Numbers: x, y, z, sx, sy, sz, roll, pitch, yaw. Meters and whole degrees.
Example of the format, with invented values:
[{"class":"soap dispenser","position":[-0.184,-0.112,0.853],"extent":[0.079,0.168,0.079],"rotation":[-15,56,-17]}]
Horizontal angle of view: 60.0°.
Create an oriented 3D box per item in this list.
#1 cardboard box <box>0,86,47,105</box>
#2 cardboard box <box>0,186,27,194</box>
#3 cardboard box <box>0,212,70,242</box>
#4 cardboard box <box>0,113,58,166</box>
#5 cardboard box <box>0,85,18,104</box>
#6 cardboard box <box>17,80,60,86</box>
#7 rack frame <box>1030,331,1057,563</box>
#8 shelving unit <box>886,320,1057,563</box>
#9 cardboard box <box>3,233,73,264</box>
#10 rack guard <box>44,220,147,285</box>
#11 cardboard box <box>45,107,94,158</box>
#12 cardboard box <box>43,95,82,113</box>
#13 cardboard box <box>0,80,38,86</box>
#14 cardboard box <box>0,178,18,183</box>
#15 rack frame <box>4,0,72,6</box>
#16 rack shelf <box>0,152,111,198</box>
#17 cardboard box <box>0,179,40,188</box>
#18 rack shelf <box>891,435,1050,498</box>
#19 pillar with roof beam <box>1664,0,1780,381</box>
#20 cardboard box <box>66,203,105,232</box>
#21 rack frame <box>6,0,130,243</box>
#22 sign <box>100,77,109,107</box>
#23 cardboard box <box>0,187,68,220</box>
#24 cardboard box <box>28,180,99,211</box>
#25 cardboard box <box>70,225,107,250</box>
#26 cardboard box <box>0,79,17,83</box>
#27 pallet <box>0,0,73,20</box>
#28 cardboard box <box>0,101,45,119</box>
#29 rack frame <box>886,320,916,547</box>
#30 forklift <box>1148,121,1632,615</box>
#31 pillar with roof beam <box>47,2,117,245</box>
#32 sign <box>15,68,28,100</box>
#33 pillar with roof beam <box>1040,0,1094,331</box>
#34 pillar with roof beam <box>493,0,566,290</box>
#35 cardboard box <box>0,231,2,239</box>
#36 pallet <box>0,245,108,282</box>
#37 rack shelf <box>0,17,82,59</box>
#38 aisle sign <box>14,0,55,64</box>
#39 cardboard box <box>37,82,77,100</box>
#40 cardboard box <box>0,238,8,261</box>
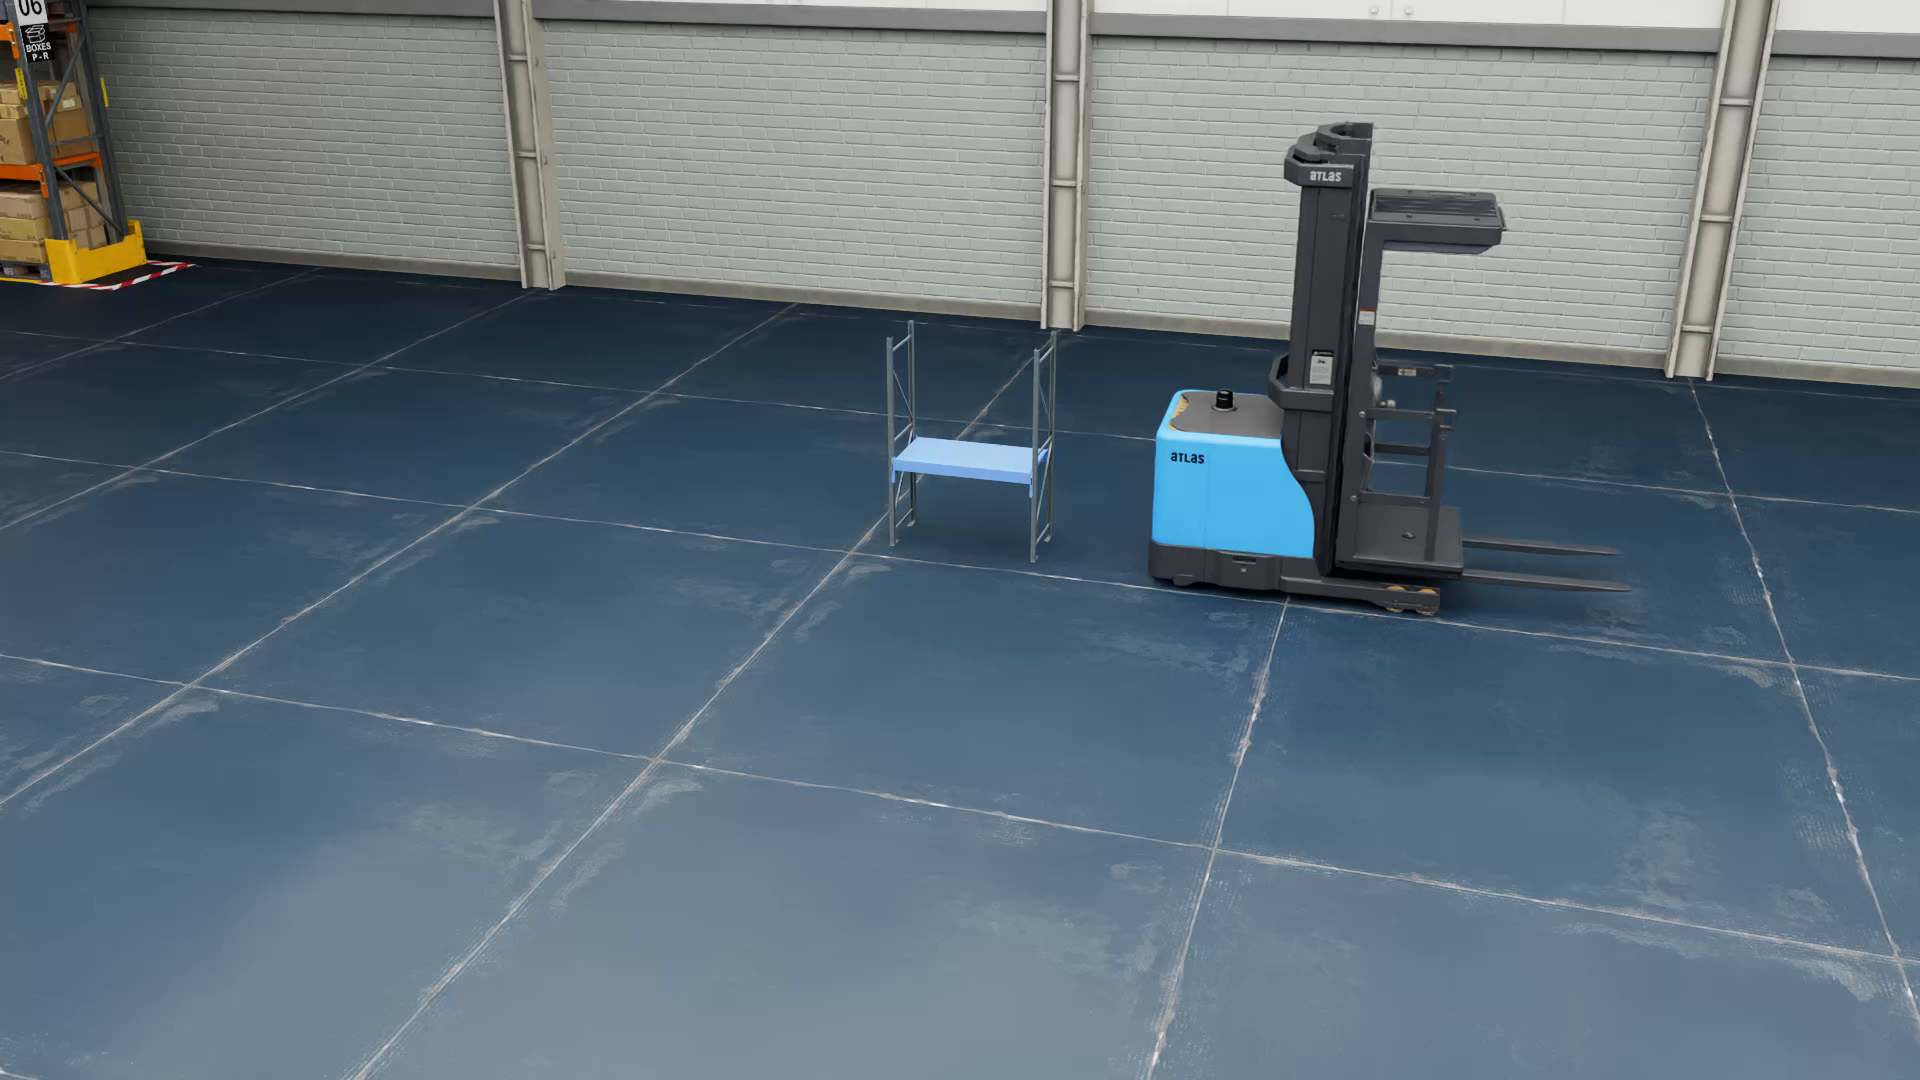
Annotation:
[{"class":"cardboard box","position":[-10.427,-4.953,18.514],"extent":[0.250,0.149,0.380],"rotation":[7,23,16]},{"class":"cardboard box","position":[-11.044,-3.882,19.034],"extent":[0.500,0.250,0.500],"rotation":[7,23,16]},{"class":"cardboard box","position":[-10.579,-3.600,19.004],"extent":[0.500,0.250,0.500],"rotation":[6,23,15]},{"class":"cardboard box","position":[-10.570,-4.511,18.684],"extent":[0.500,0.500,0.500],"rotation":[6,23,14]},{"class":"cardboard box","position":[-10.672,-4.969,18.553],"extent":[0.250,0.149,0.380],"rotation":[7,23,16]},{"class":"cardboard box","position":[-10.519,-5.157,19.011],"extent":[0.250,0.149,0.380],"rotation":[7,23,17]},{"class":"rack frame","position":[0.568,-0.629,11.327],"extent":[0.032,1.500,0.500],"rotation":[7,23,16]},{"class":"shelving unit","position":[0.082,-0.685,11.463],"extent":[1.048,1.500,0.538],"rotation":[7,23,16]},{"class":"cardboard box","position":[-10.564,-3.365,19.092],"extent":[0.500,0.250,0.500],"rotation":[7,23,16]},{"class":"rack guard","position":[-10.000,-3.347,19.272],"extent":[0.348,0.500,1.175],"rotation":[7,23,16]},{"class":"cardboard box","position":[-10.417,-4.708,19.163],"extent":[0.500,0.500,0.500],"rotation":[7,23,17]},{"class":"cardboard box","position":[-10.273,-4.984,18.982],"extent":[0.250,0.149,0.380],"rotation":[6,23,14]},{"class":"cardboard box","position":[-10.780,-5.170,19.042],"extent":[0.250,0.149,0.380],"rotation":[7,23,17]},{"class":"cardboard box","position":[-11.383,-4.125,19.626],"extent":[0.500,0.250,0.500],"rotation":[6,23,15]},{"class":"rack frame","position":[-10.023,-7.282,17.665],"extent":[0.127,3.000,1.000],"rotation":[7,23,16]},{"class":"rack shelf","position":[-11.938,-4.393,19.475],"extent":[4.000,0.370,1.077],"rotation":[7,23,16]},{"class":"cardboard box","position":[-10.908,-4.066,19.483],"extent":[0.500,0.250,0.500],"rotation":[7,23,16]},{"class":"rack shelf","position":[0.082,-0.518,11.531],"extent":[1.000,0.185,0.538],"rotation":[7,23,16]},{"class":"pillar with roof beam","position":[5.560,-4.148,10.026],"extent":[0.400,9.000,9.100],"rotation":[7,23,16]},{"class":"cardboard box","position":[-10.413,-3.787,19.461],"extent":[0.500,0.250,0.500],"rotation":[7,23,16]},{"class":"rack frame","position":[-10.023,-4.506,18.804],"extent":[0.127,3.000,1.000],"rotation":[7,23,16]},{"class":"sign","position":[-9.857,-5.145,19.114],"extent":[0.005,0.325,0.100],"rotation":[7,23,16]},{"class":"cardboard box","position":[-10.554,-3.828,18.903],"extent":[0.500,0.250,0.500],"rotation":[7,23,17]},{"class":"cardboard box","position":[-10.428,-4.013,19.352],"extent":[0.500,0.250,0.500],"rotation":[6,23,15]},{"class":"cardboard box","position":[-10.437,-3.554,19.550],"extent":[0.500,0.250,0.500],"rotation":[7,23,16]},{"class":"cardboard box","position":[-11.013,-5.202,19.121],"extent":[0.250,0.149,0.380],"rotation":[7,23,16]},{"class":"pallet","position":[-10.692,-5.940,18.463],"extent":[1.213,0.211,1.003],"rotation":[7,23,16]},{"class":"cardboard box","position":[-10.436,-4.789,18.506],"extent":[0.250,0.149,0.380],"rotation":[7,23,16]},{"class":"rack frame","position":[-0.405,-0.740,11.598],"extent":[0.032,1.500,0.500],"rotation":[7,23,16]},{"class":"forklift","position":[2.825,-1.099,10.587],"extent":[3.031,2.935,1.130],"rotation":[5,23,13]},{"class":"pillar with roof beam","position":[-11.673,-6.122,14.836],"extent":[0.400,9.000,9.100],"rotation":[7,23,16]},{"class":"sign","position":[-10.193,-4.956,18.062],"extent":[0.005,0.325,0.100],"rotation":[7,23,16]},{"class":"pillar with roof beam","position":[-0.184,-4.806,11.629],"extent":[0.400,9.000,9.100],"rotation":[7,23,16]},{"class":"pillar with roof beam","position":[-5.928,-5.464,13.233],"extent":[0.400,9.000,9.100],"rotation":[7,23,16]},{"class":"cardboard box","position":[-11.056,-3.659,19.148],"extent":[0.500,0.250,0.500],"rotation":[6,23,15]},{"class":"pallet","position":[-10.767,-3.285,19.500],"extent":[1.213,0.211,1.003],"rotation":[7,23,16]},{"class":"rack shelf","position":[-11.938,-5.781,18.905],"extent":[4.000,0.370,1.077],"rotation":[7,23,16]},{"class":"aisle sign","position":[-10.045,-5.595,18.033],"extent":[0.004,0.787,0.394],"rotation":[7,23,16]},{"class":"cardboard box","position":[-10.283,-5.105,18.884],"extent":[0.250,0.149,0.380],"rotation":[6,23,14]},{"class":"cardboard box","position":[-11.037,-3.423,19.233],"extent":[0.500,0.250,0.500],"rotation":[7,23,15]}]
